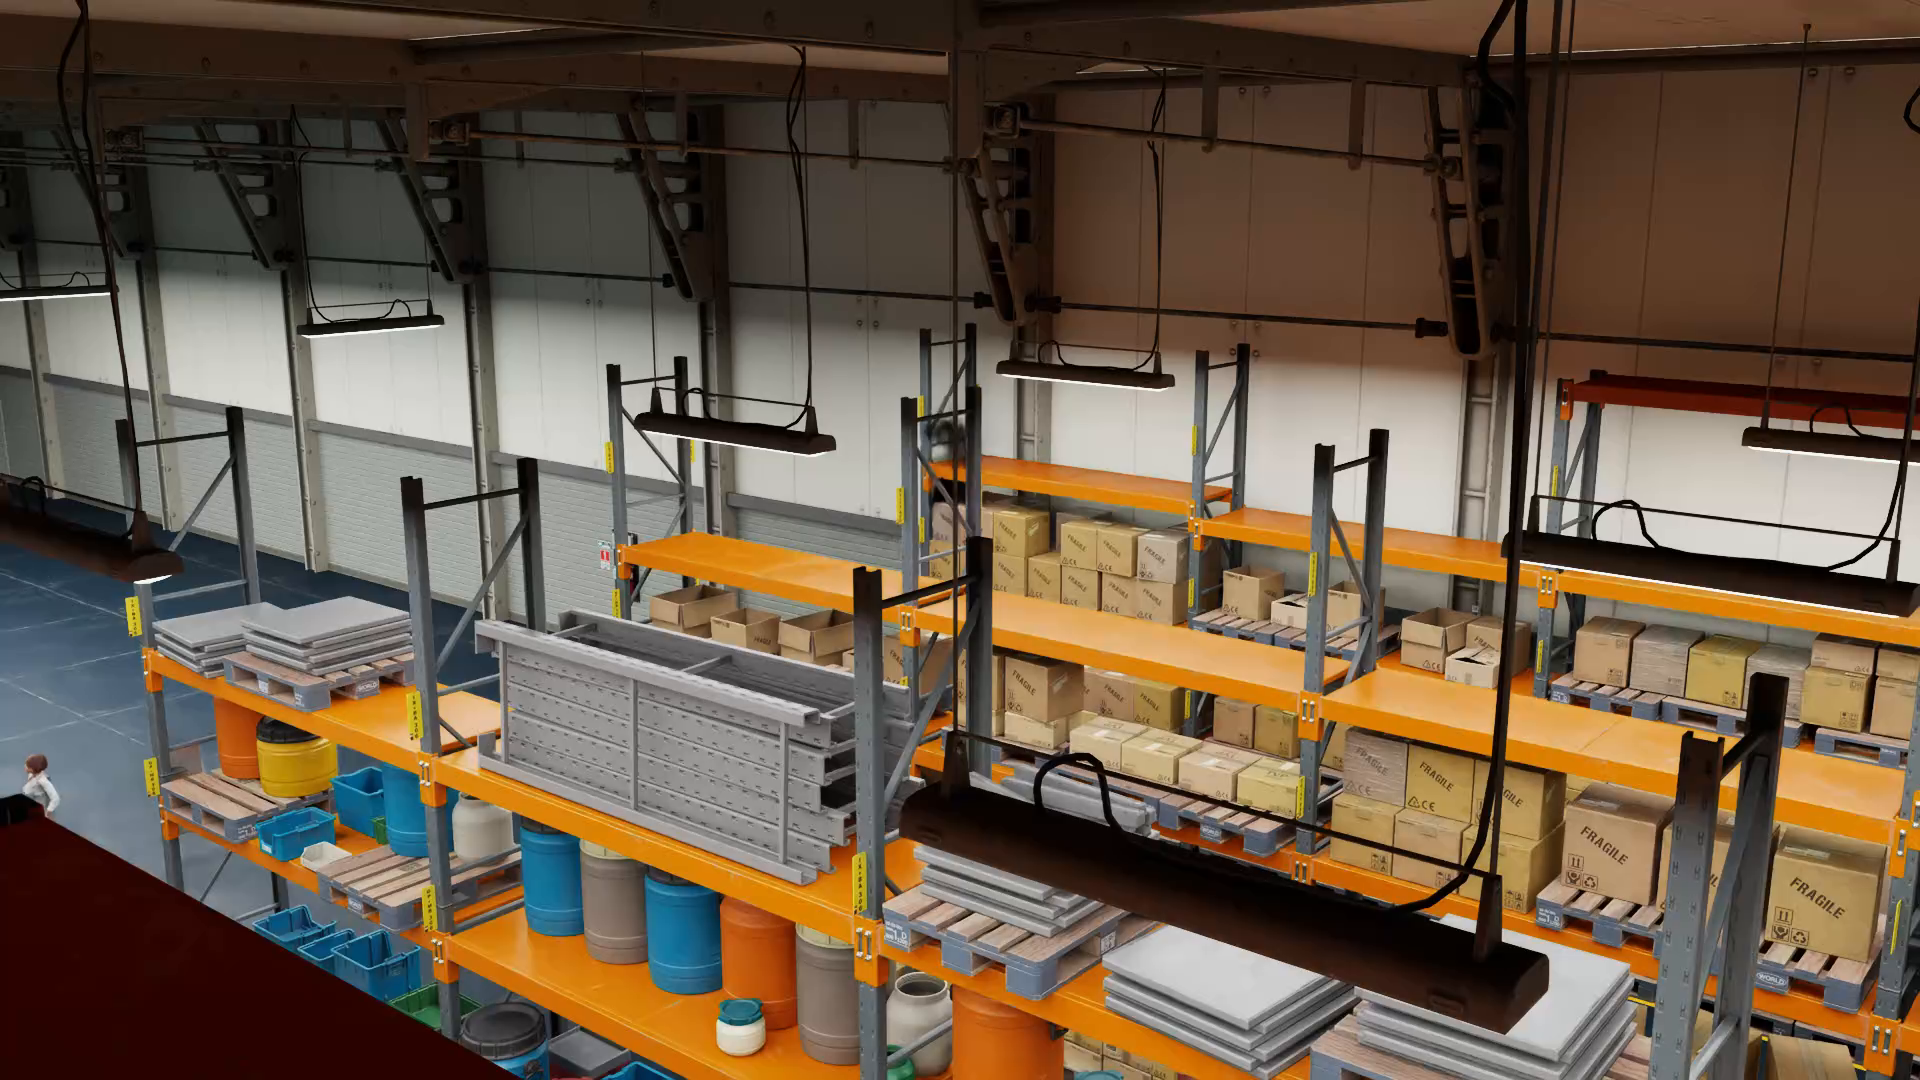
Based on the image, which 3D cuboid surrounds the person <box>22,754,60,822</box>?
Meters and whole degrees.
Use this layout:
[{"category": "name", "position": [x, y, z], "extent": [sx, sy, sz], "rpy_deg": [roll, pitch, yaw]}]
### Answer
[{"category": "person", "position": [-10.294, 3.152, 18.792], "extent": [0.718, 1.583, 0.546], "rpy_deg": [-9, 15, -33]}]
